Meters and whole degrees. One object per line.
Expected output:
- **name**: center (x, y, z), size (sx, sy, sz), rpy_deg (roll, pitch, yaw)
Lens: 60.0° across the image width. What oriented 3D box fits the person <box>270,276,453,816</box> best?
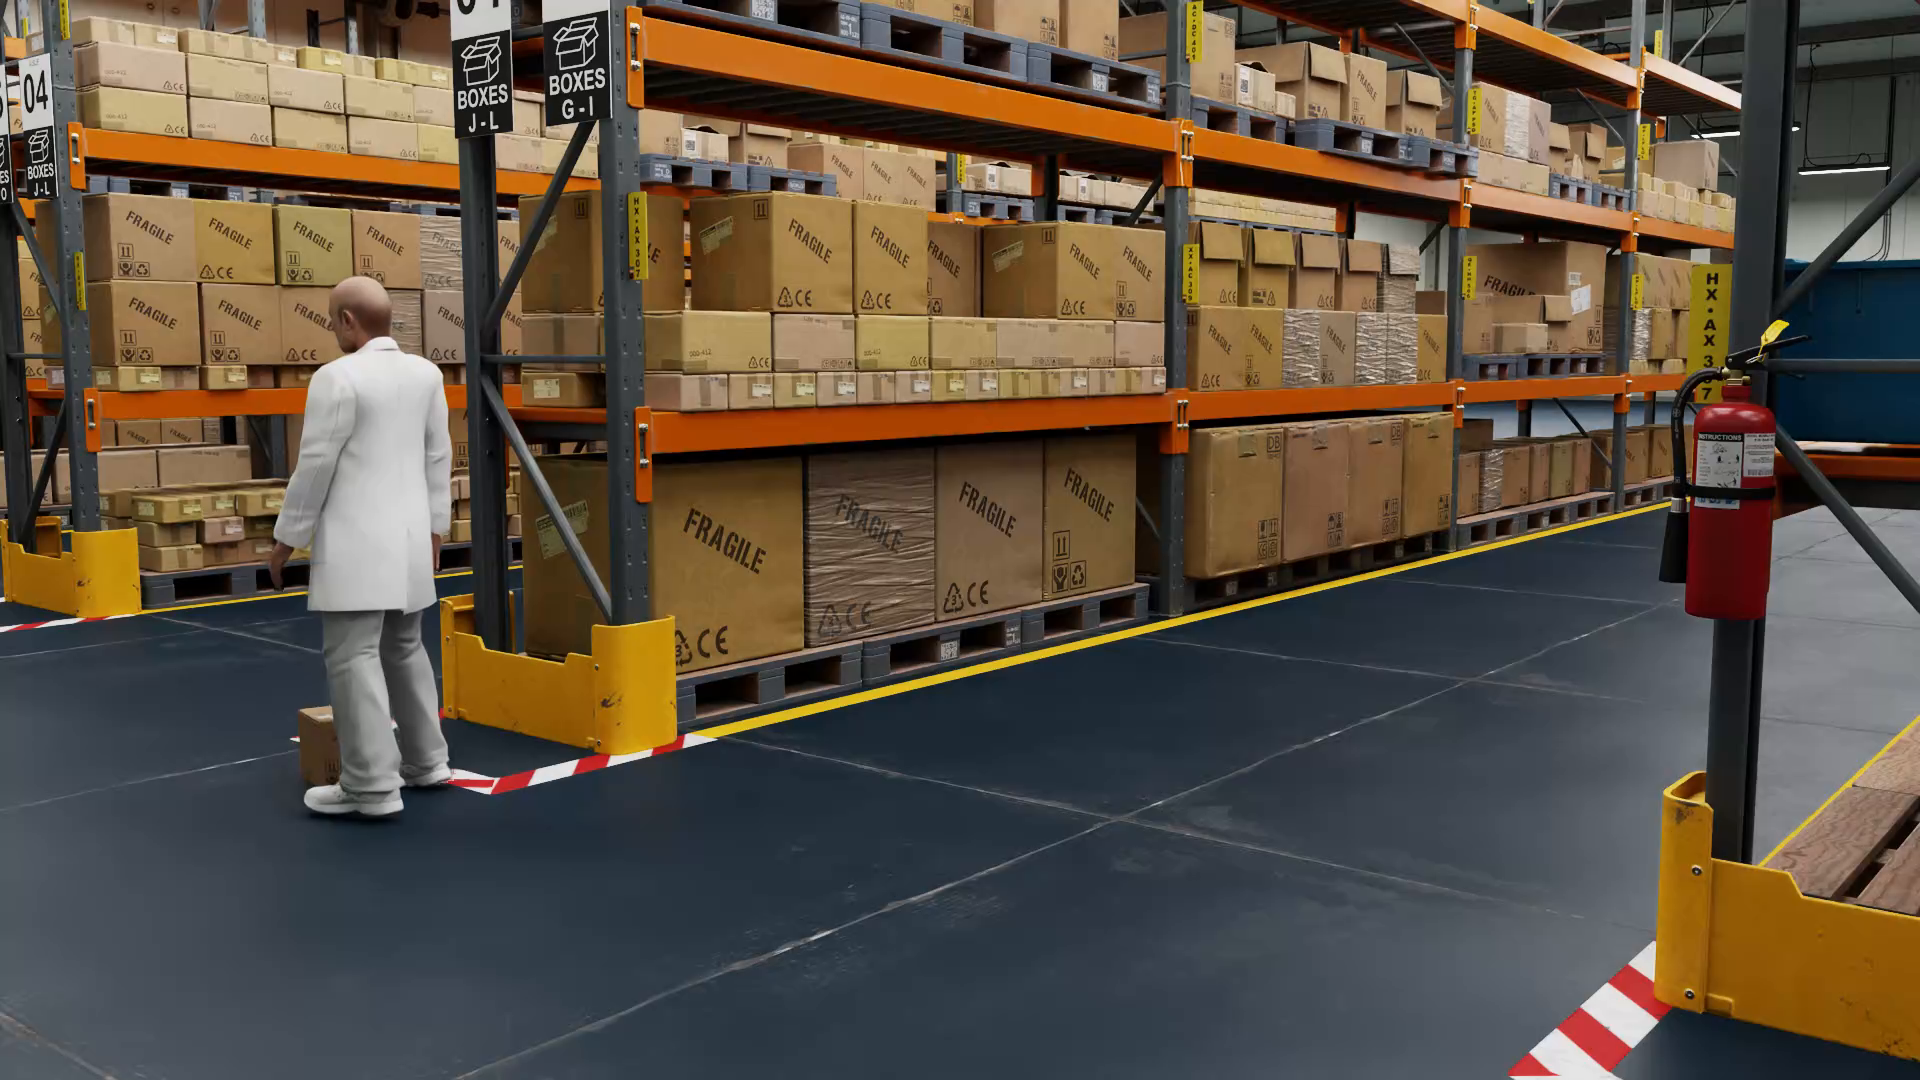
- **person**: center (-1.985, 0.027, 5.628), size (0.480, 1.815, 0.652), rpy_deg (3, 7, 24)
